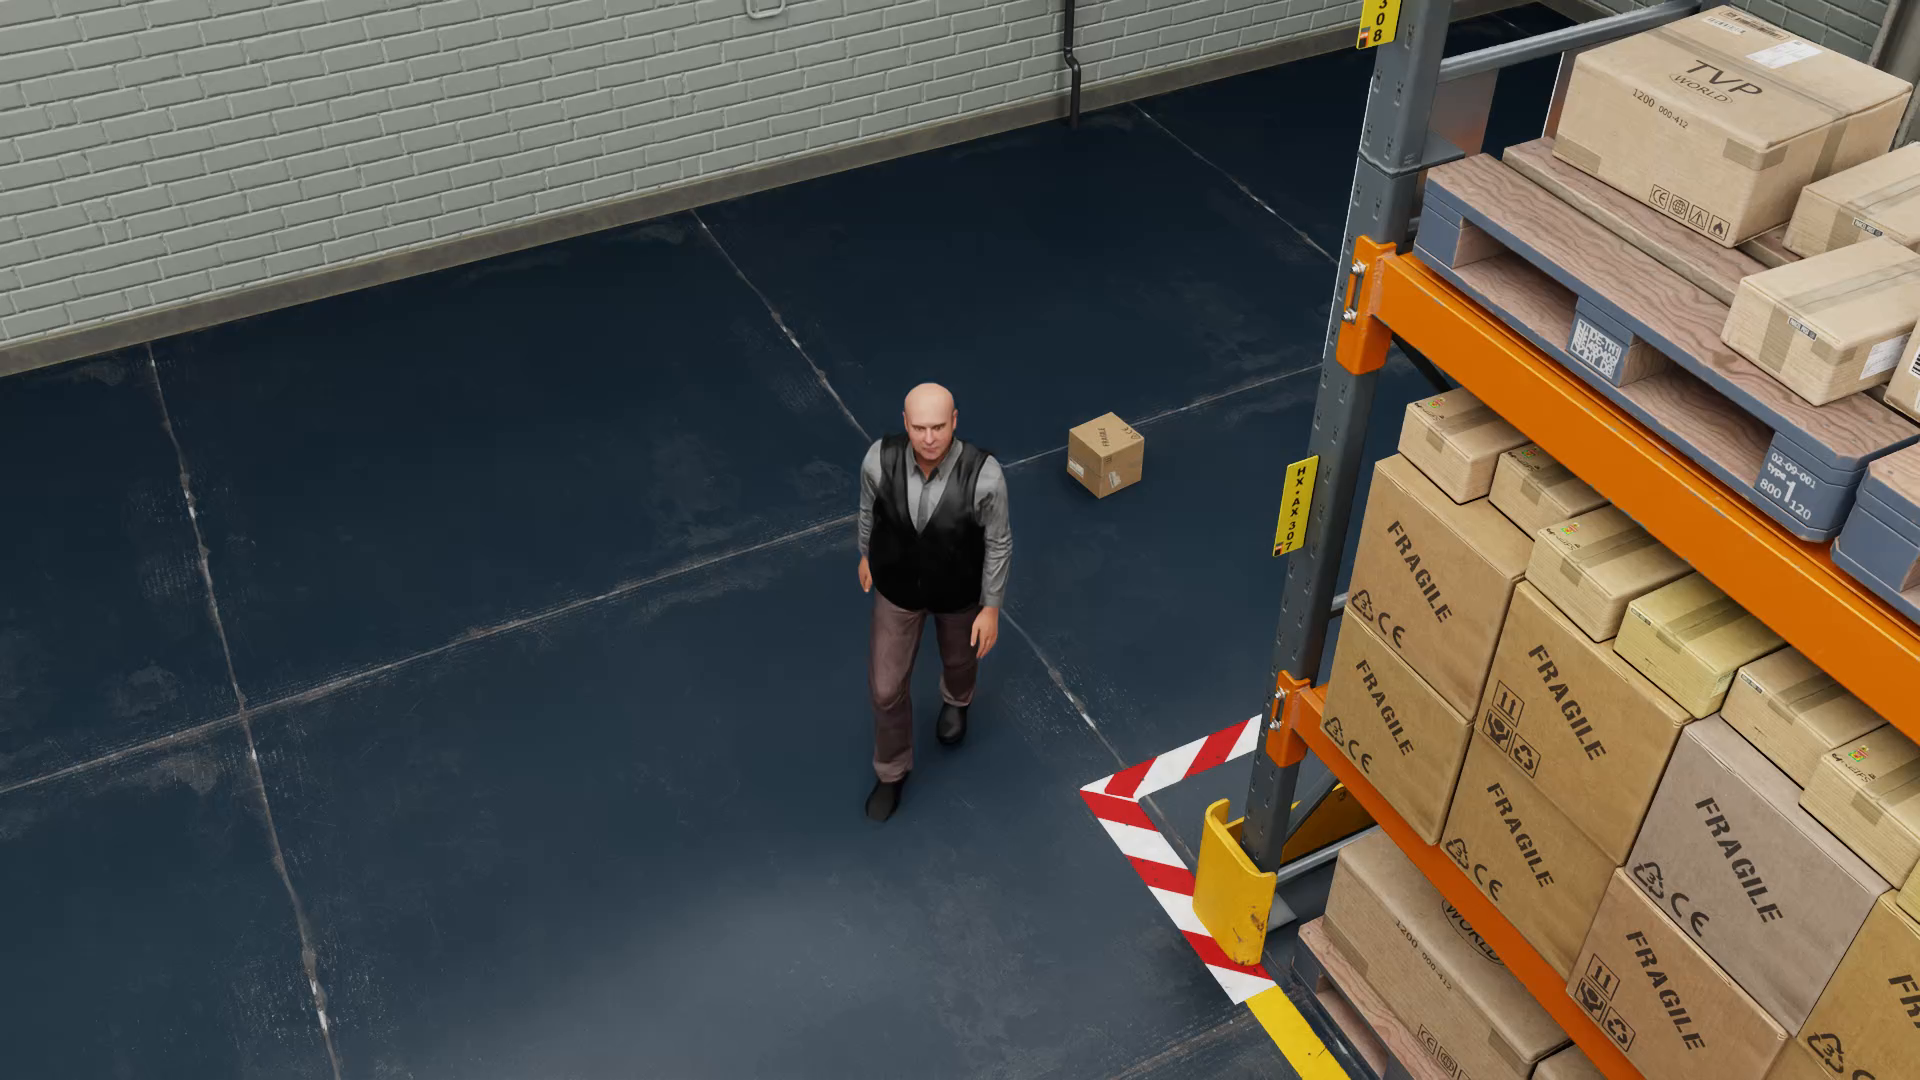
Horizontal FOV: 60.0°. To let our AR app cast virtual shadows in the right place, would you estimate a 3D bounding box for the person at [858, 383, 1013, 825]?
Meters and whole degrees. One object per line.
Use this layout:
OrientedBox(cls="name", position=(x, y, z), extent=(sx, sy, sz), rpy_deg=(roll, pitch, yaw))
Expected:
OrientedBox(cls="person", position=(-0.106, 0.219, 5.945), extent=(0.581, 1.773, 0.704), rpy_deg=(5, 41, 5))
